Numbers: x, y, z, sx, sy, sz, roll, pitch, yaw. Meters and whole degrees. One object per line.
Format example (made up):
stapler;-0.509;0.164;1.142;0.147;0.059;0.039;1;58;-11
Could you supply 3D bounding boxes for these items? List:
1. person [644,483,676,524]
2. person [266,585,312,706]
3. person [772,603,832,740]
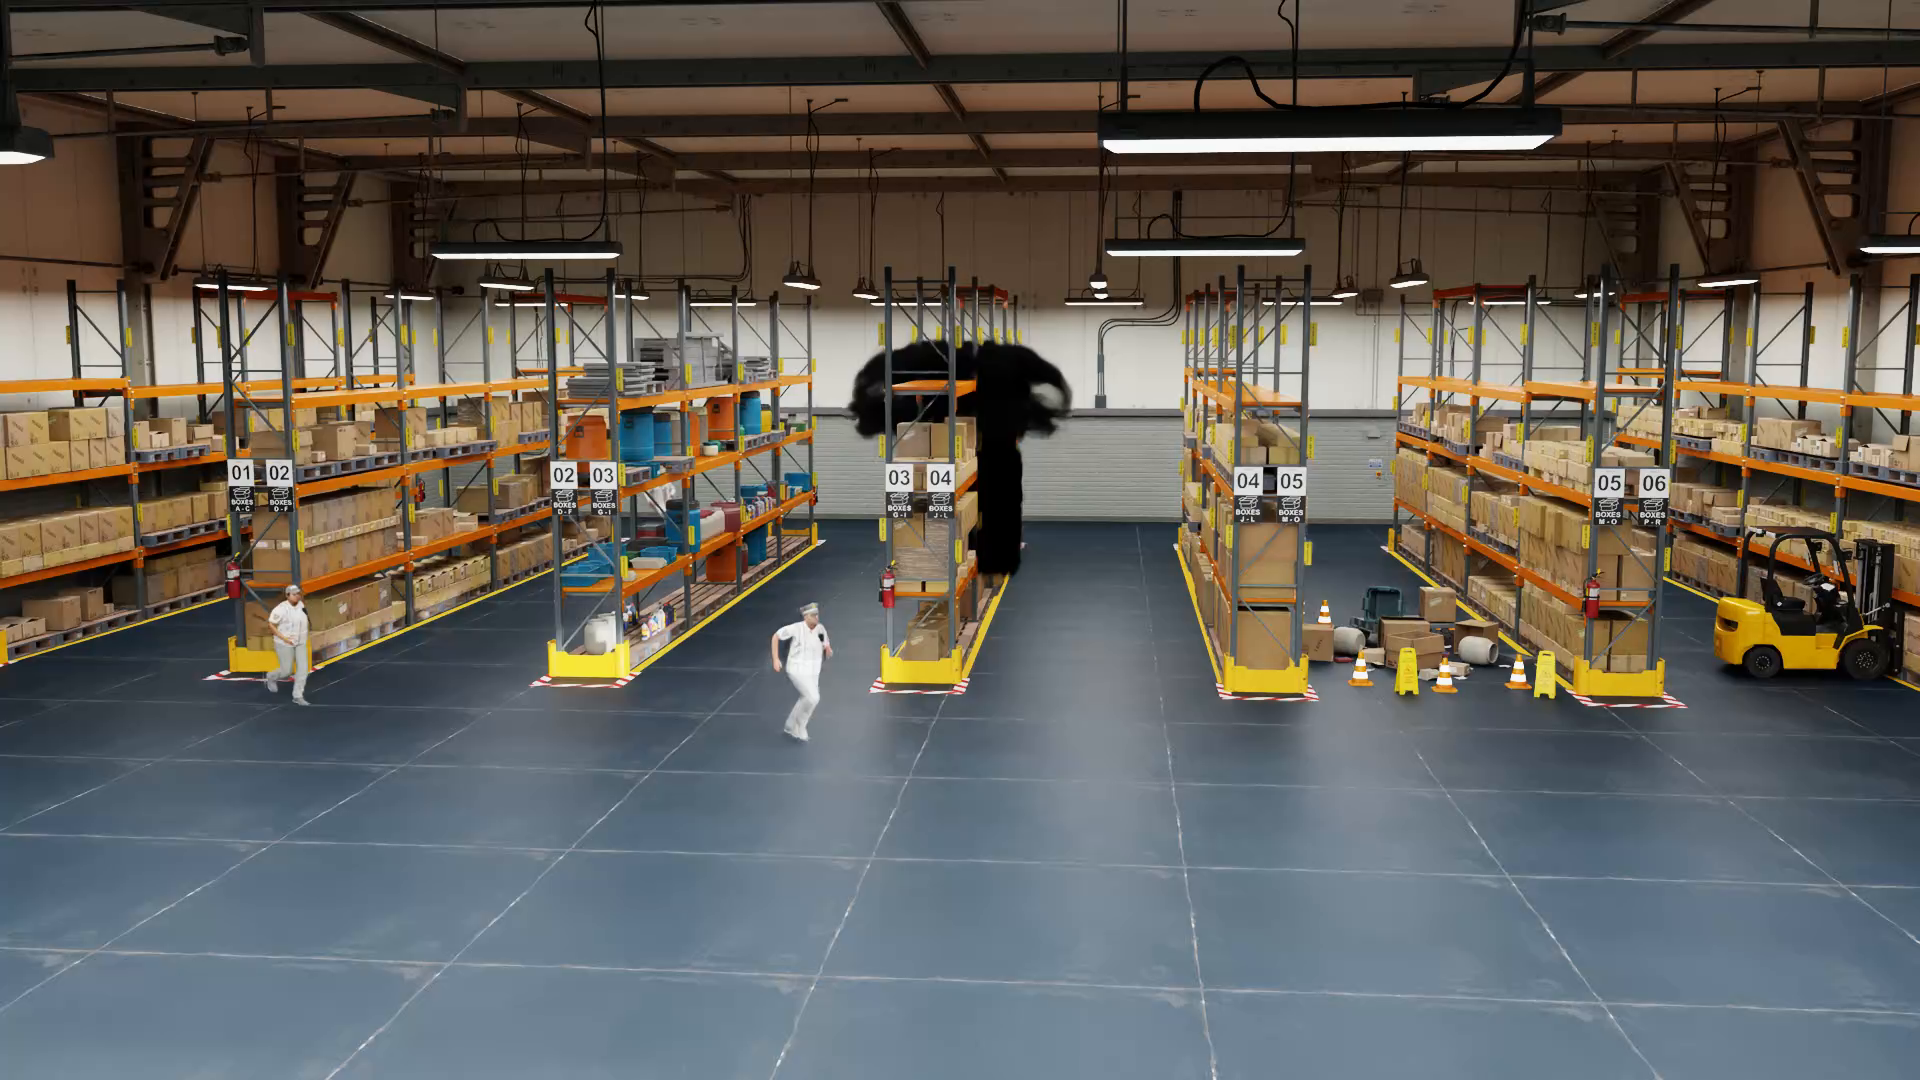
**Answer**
person;-7.340;-0.821;41.000;0.761;1.804;0.707;-5;9;-36
person;-9.237;1.434;22.902;0.789;1.654;0.630;4;8;29
person;-1.909;1.626;20.605;0.791;1.733;0.699;7;10;44
